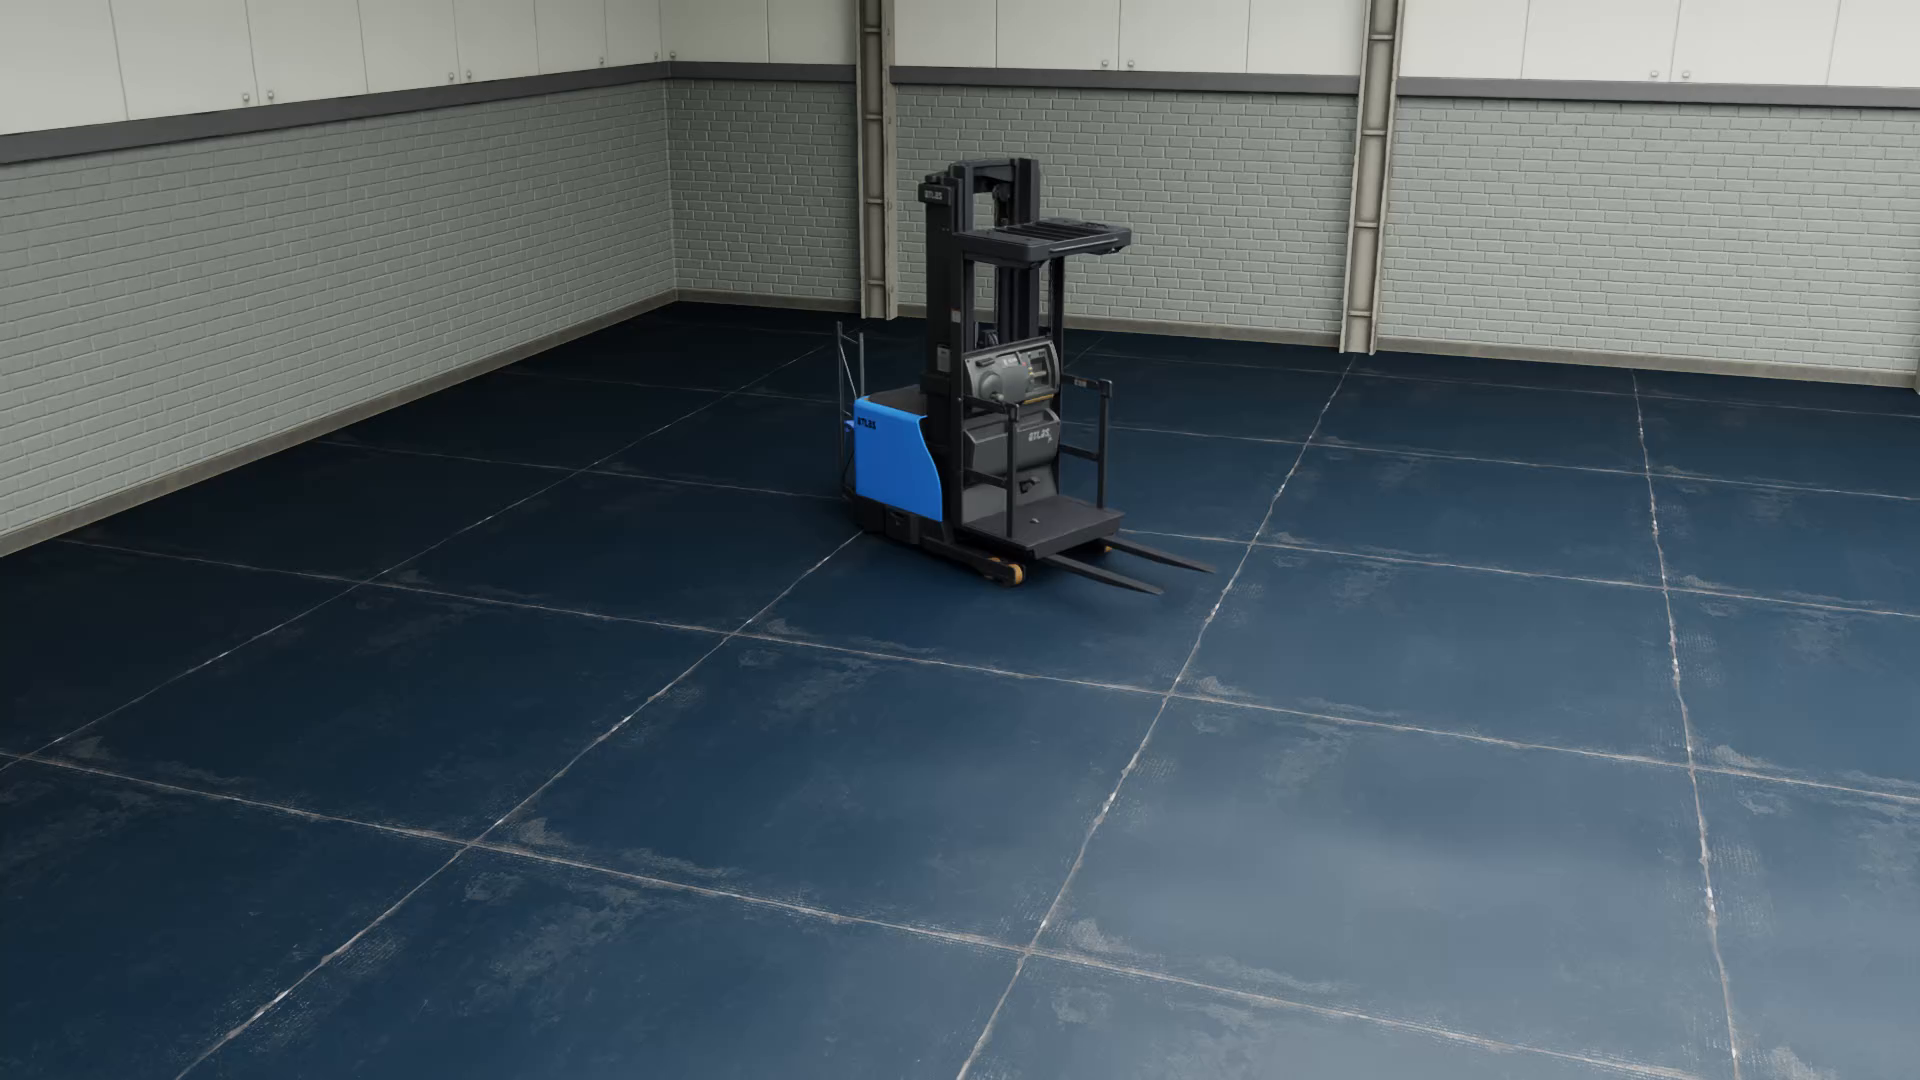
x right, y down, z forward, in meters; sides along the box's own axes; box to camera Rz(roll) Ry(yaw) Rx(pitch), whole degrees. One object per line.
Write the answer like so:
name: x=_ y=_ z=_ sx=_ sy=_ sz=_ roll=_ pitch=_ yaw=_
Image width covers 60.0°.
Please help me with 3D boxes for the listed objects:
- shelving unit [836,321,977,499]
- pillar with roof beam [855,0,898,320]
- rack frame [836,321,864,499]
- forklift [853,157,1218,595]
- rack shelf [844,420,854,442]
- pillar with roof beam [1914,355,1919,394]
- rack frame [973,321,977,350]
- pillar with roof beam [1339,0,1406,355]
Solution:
shelving unit: x=-0.436 y=-1.087 z=13.915 sx=1.048 sy=1.500 sz=0.538 roll=-9 pitch=21 yaw=-24
pillar with roof beam: x=-2.440 y=-5.764 z=15.941 sx=0.400 sy=9.000 sz=9.100 roll=7 pitch=20 yaw=18
rack frame: x=-0.893 y=-1.013 z=13.705 sx=0.032 sy=1.500 sz=0.500 roll=-9 pitch=21 yaw=-24
forklift: x=0.538 y=-1.237 z=12.172 sx=1.130 sy=2.935 sz=3.031 roll=-18 pitch=26 yaw=-41
rack shelf: x=-0.436 y=-0.917 z=13.974 sx=1.000 sy=0.185 sz=0.538 roll=-9 pitch=21 yaw=-24
pillar with roof beam: x=8.895 y=-4.468 z=12.223 sx=0.400 sy=9.000 sz=9.100 roll=7 pitch=20 yaw=18
rack frame: x=0.021 y=-1.160 z=14.124 sx=0.032 sy=1.500 sz=0.500 roll=-9 pitch=21 yaw=-24
pillar with roof beam: x=3.228 y=-5.116 z=14.082 sx=0.400 sy=9.000 sz=9.100 roll=7 pitch=20 yaw=18
